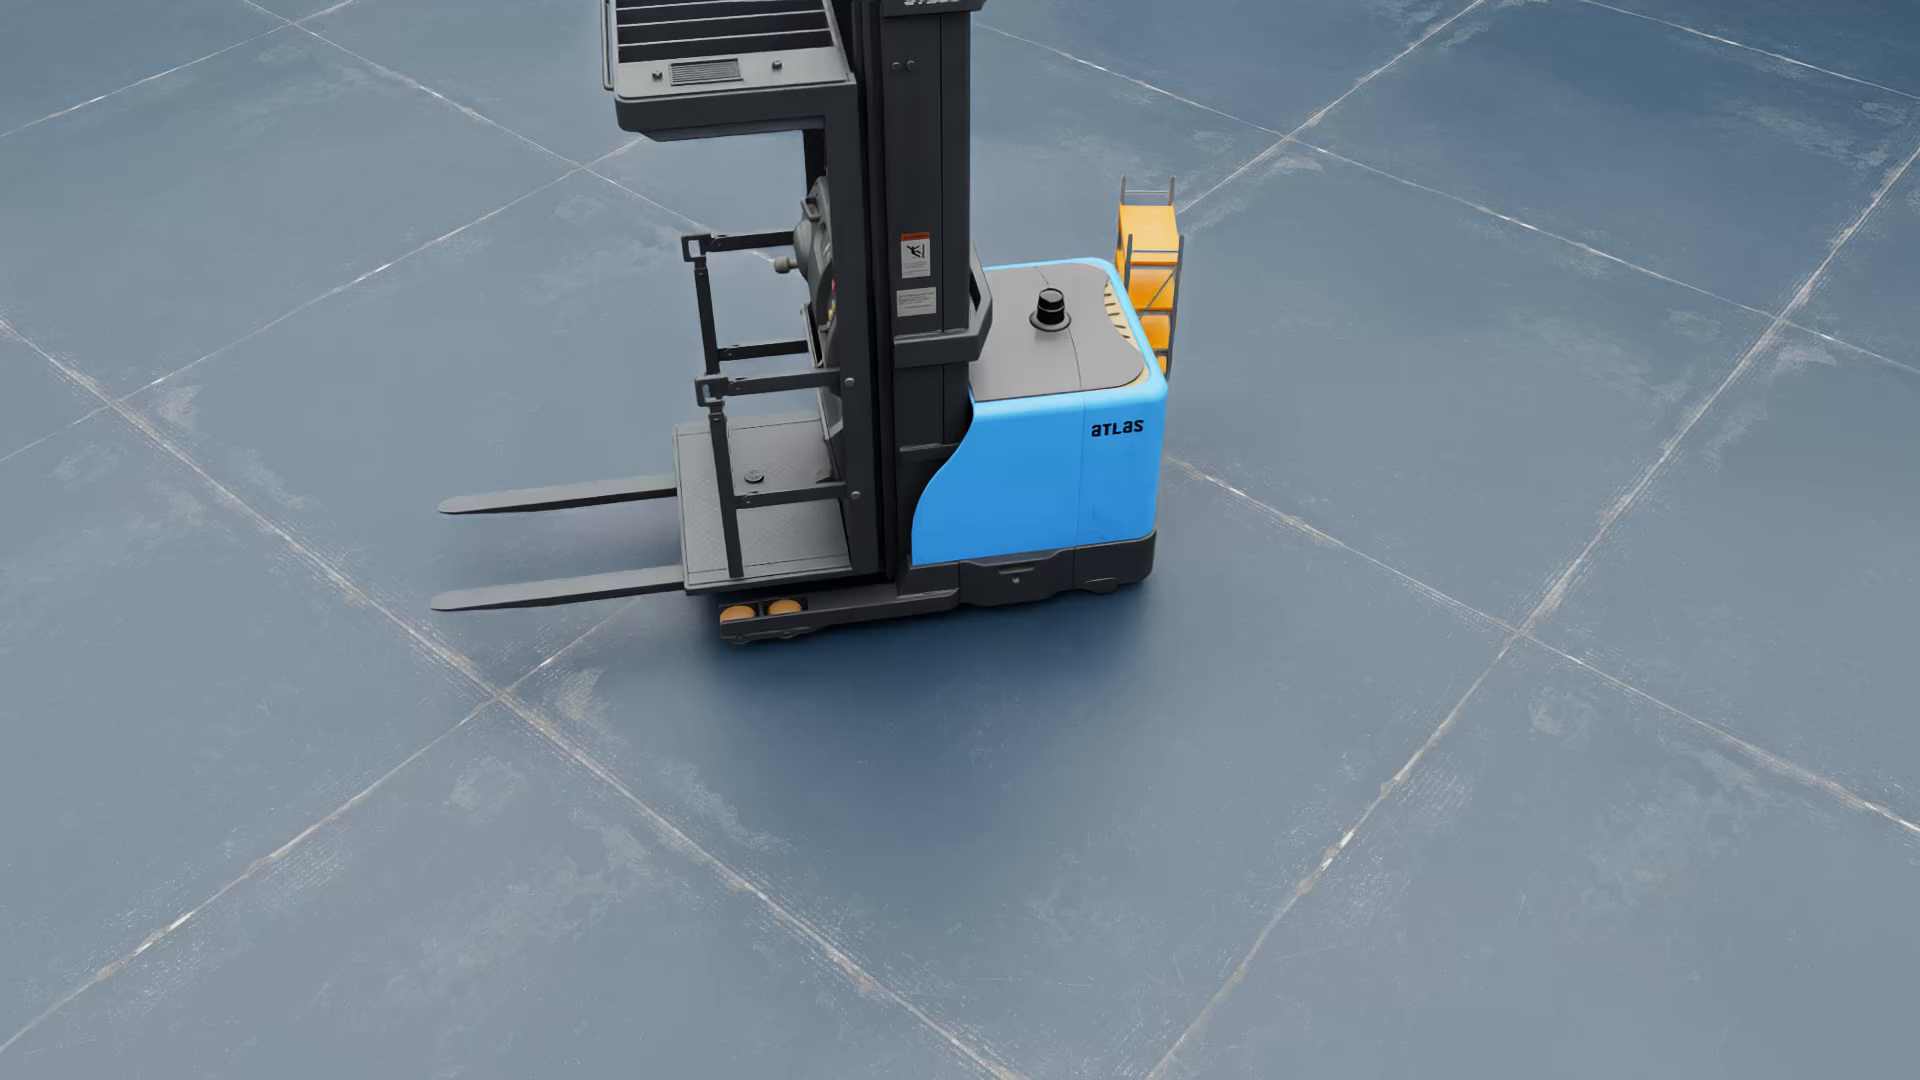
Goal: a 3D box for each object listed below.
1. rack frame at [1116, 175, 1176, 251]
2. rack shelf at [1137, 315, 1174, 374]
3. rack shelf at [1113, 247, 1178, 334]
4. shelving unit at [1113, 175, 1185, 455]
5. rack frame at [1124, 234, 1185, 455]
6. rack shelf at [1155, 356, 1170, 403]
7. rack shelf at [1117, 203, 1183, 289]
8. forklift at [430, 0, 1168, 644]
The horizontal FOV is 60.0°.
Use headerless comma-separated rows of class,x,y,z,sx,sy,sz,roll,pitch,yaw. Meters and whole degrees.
rack frame,0.844,-1.184,7.842,0.240,1.200,0.015,1,42,1
rack shelf,0.840,-0.970,7.707,0.258,0.148,0.480,1,42,1
rack shelf,0.840,-1.135,7.556,0.258,0.148,0.480,1,42,1
shelving unit,0.840,-1.020,7.661,0.258,1.200,0.503,1,42,1
rack frame,0.836,-0.855,7.481,0.240,1.200,0.015,1,42,1
rack shelf,0.840,-0.823,7.840,0.258,0.148,0.480,1,42,1
rack shelf,0.840,-1.310,7.397,0.258,0.148,0.480,1,42,1
forklift,-0.731,-1.035,6.392,3.031,2.935,1.130,-7,43,-7
